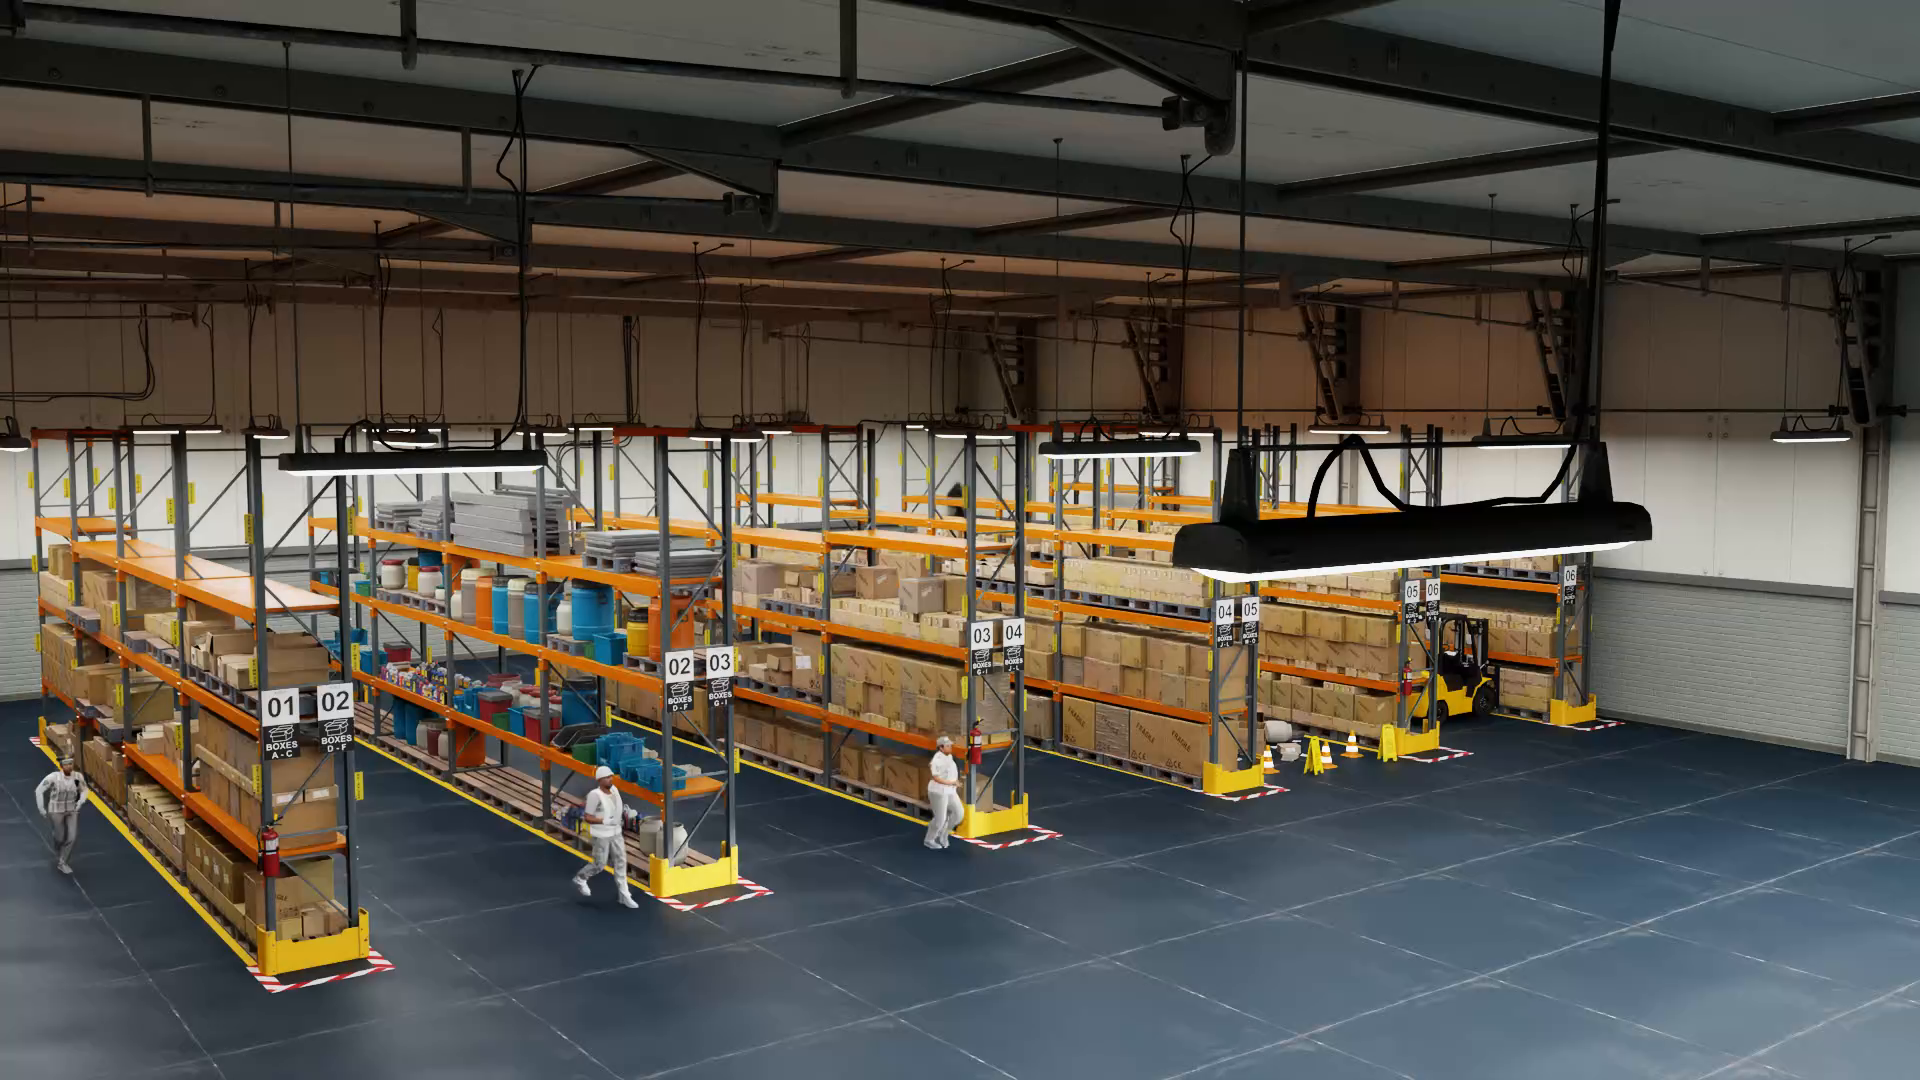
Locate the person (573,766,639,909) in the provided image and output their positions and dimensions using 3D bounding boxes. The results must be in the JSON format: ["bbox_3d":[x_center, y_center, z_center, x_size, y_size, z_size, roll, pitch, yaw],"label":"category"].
[{"bbox_3d":[-4.521,3.764,21.184,0.994,1.790,0.684,3,5,30],"label":"person"}]

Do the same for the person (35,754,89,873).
[{"bbox_3d":[-12.344,3.735,22.890,0.649,1.654,0.661,-4,6,-42],"label":"person"}]

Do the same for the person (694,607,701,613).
[{"bbox_3d":[-6.540,2.392,40.714,0.659,1.515,0.581,2,5,29],"label":"person"}]

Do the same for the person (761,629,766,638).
[{"bbox_3d":[-5.000,2.286,41.707,0.769,1.545,0.599,-1,5,-9],"label":"person"}]

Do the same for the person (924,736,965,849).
[{"bbox_3d":[-0.198,3.643,23.886,0.628,1.670,0.625,2,5,28],"label":"person"}]
